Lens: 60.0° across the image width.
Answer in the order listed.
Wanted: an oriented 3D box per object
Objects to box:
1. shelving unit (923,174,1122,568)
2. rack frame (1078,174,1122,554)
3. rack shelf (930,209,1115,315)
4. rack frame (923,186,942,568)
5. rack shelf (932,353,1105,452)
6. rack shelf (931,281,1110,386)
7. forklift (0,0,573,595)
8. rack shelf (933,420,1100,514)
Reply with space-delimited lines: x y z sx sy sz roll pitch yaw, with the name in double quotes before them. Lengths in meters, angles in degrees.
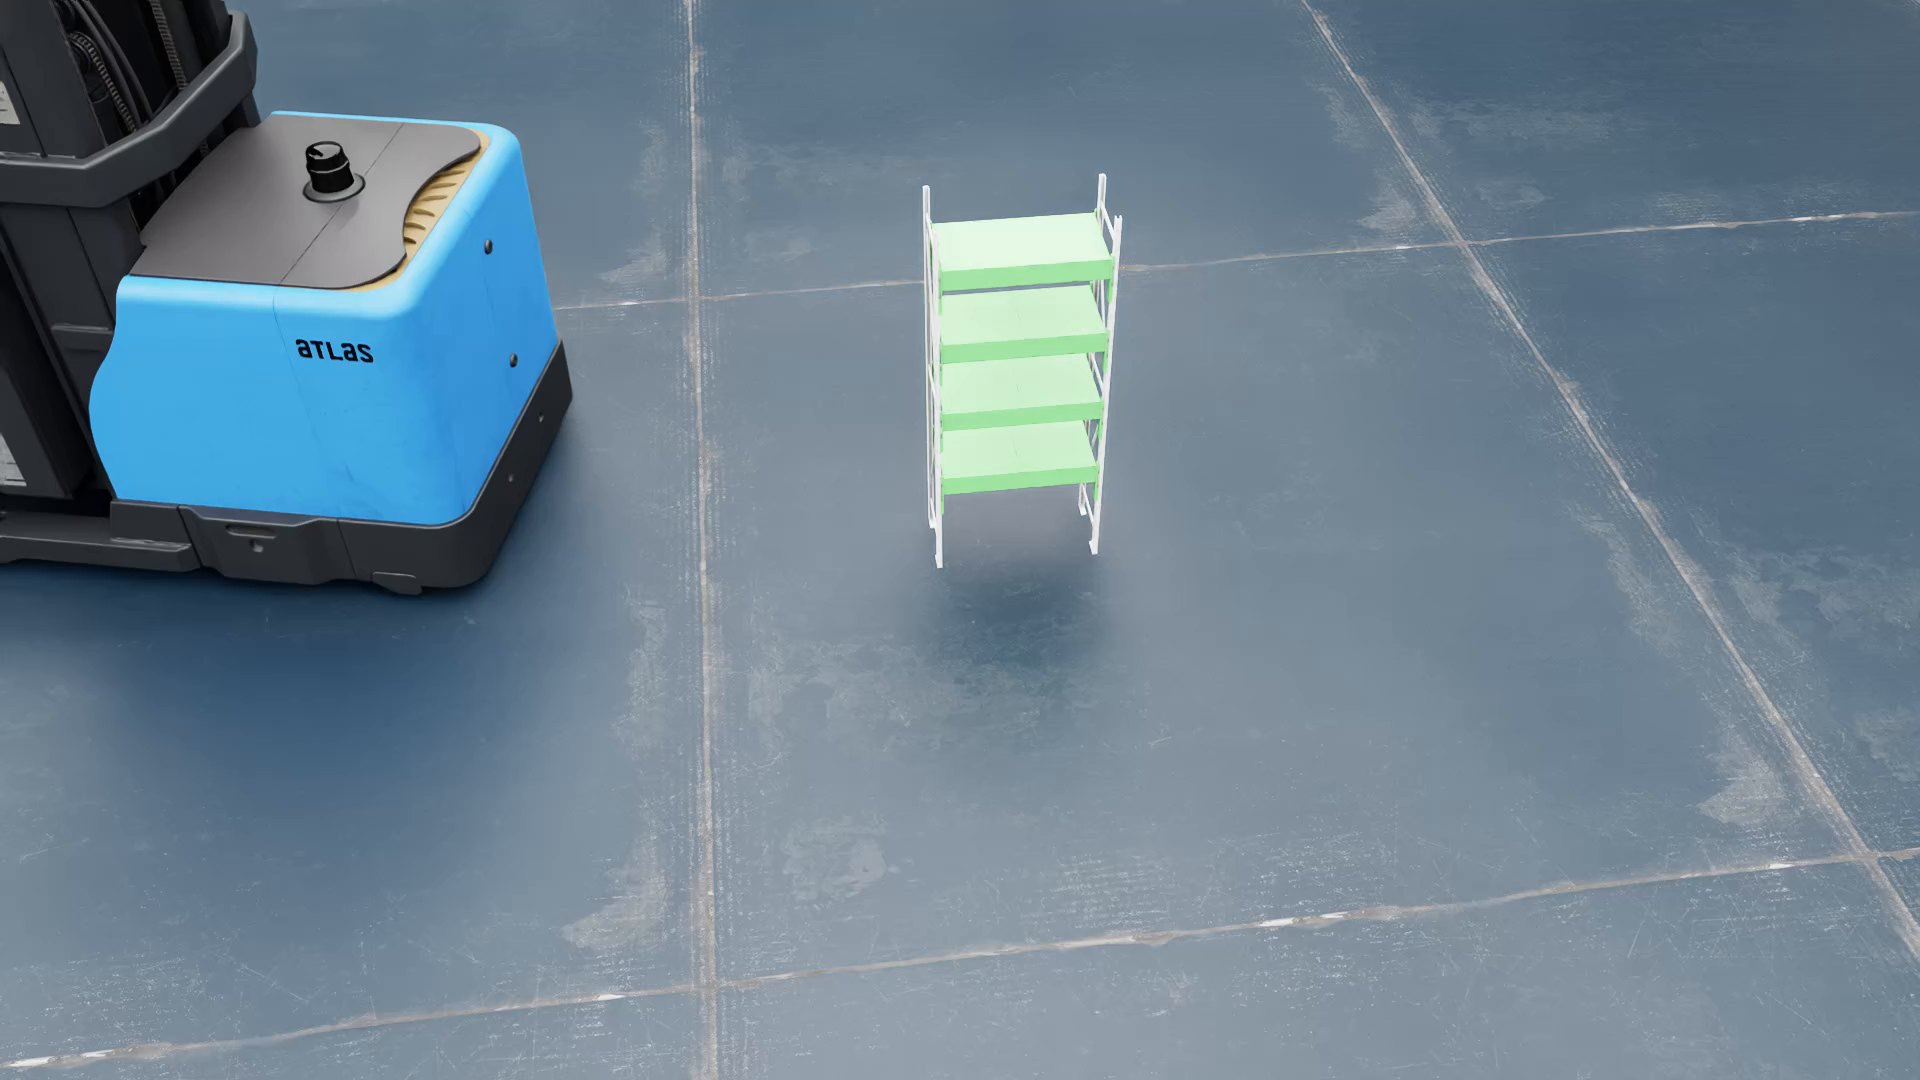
"shelving unit" 0.164 -0.460 4.864 0.503 1.200 0.258 -5 42 -6
"rack frame" 0.406 -0.481 4.888 0.015 1.200 0.240 -5 42 -6
"rack shelf" 0.164 -0.769 4.585 0.480 0.148 0.258 -5 42 -6
"rack frame" -0.078 -0.439 4.841 0.015 1.200 0.240 -5 42 -6
"rack shelf" 0.164 -0.412 4.907 0.480 0.148 0.258 -5 42 -6
"rack shelf" 0.164 -0.591 4.746 0.480 0.148 0.258 -5 42 -6
"forklift" -2.878 -1.357 4.566 3.031 2.935 1.130 5 42 5
"rack shelf" 0.164 -0.234 5.068 0.480 0.148 0.258 -5 42 -6
